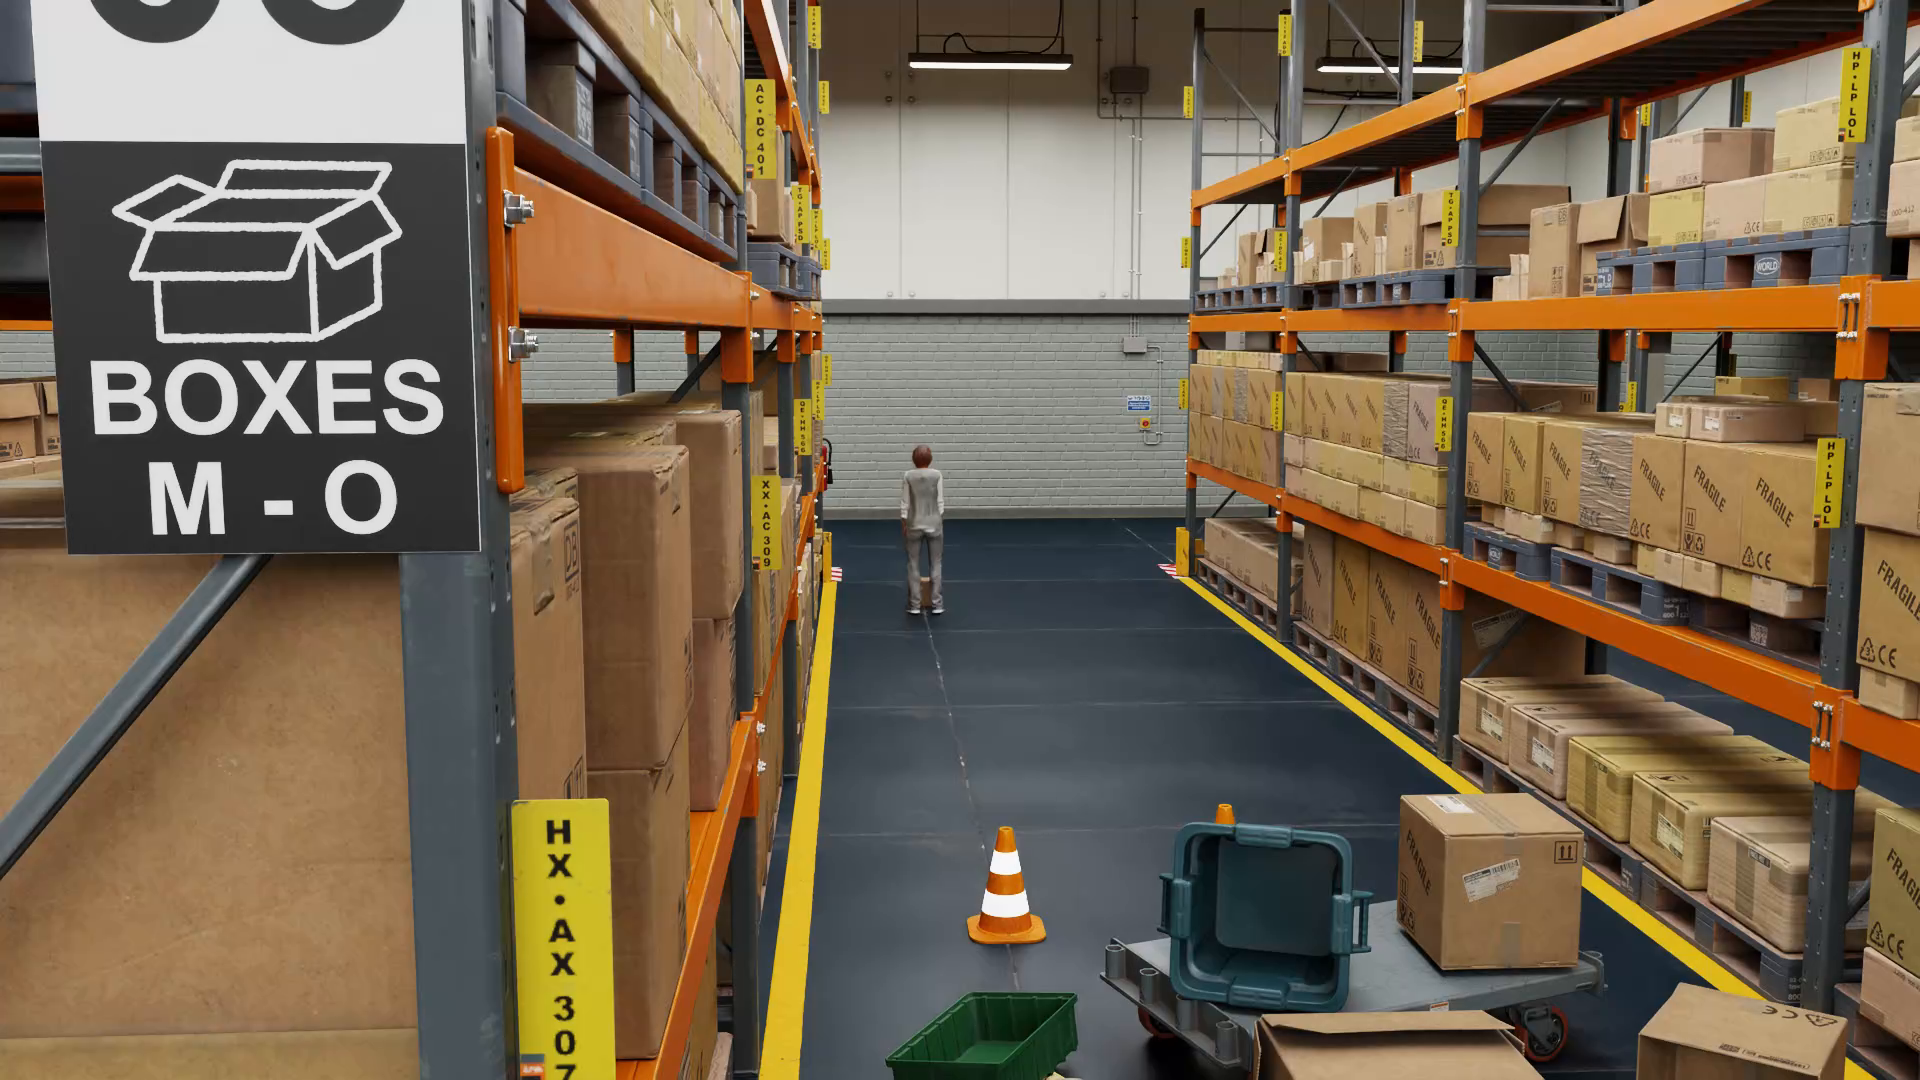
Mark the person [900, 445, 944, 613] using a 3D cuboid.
[{"bbox_3d":[-0.358,-0.091,15.609,0.412,1.587,0.316,0,7,-3],"label":"person"}]
